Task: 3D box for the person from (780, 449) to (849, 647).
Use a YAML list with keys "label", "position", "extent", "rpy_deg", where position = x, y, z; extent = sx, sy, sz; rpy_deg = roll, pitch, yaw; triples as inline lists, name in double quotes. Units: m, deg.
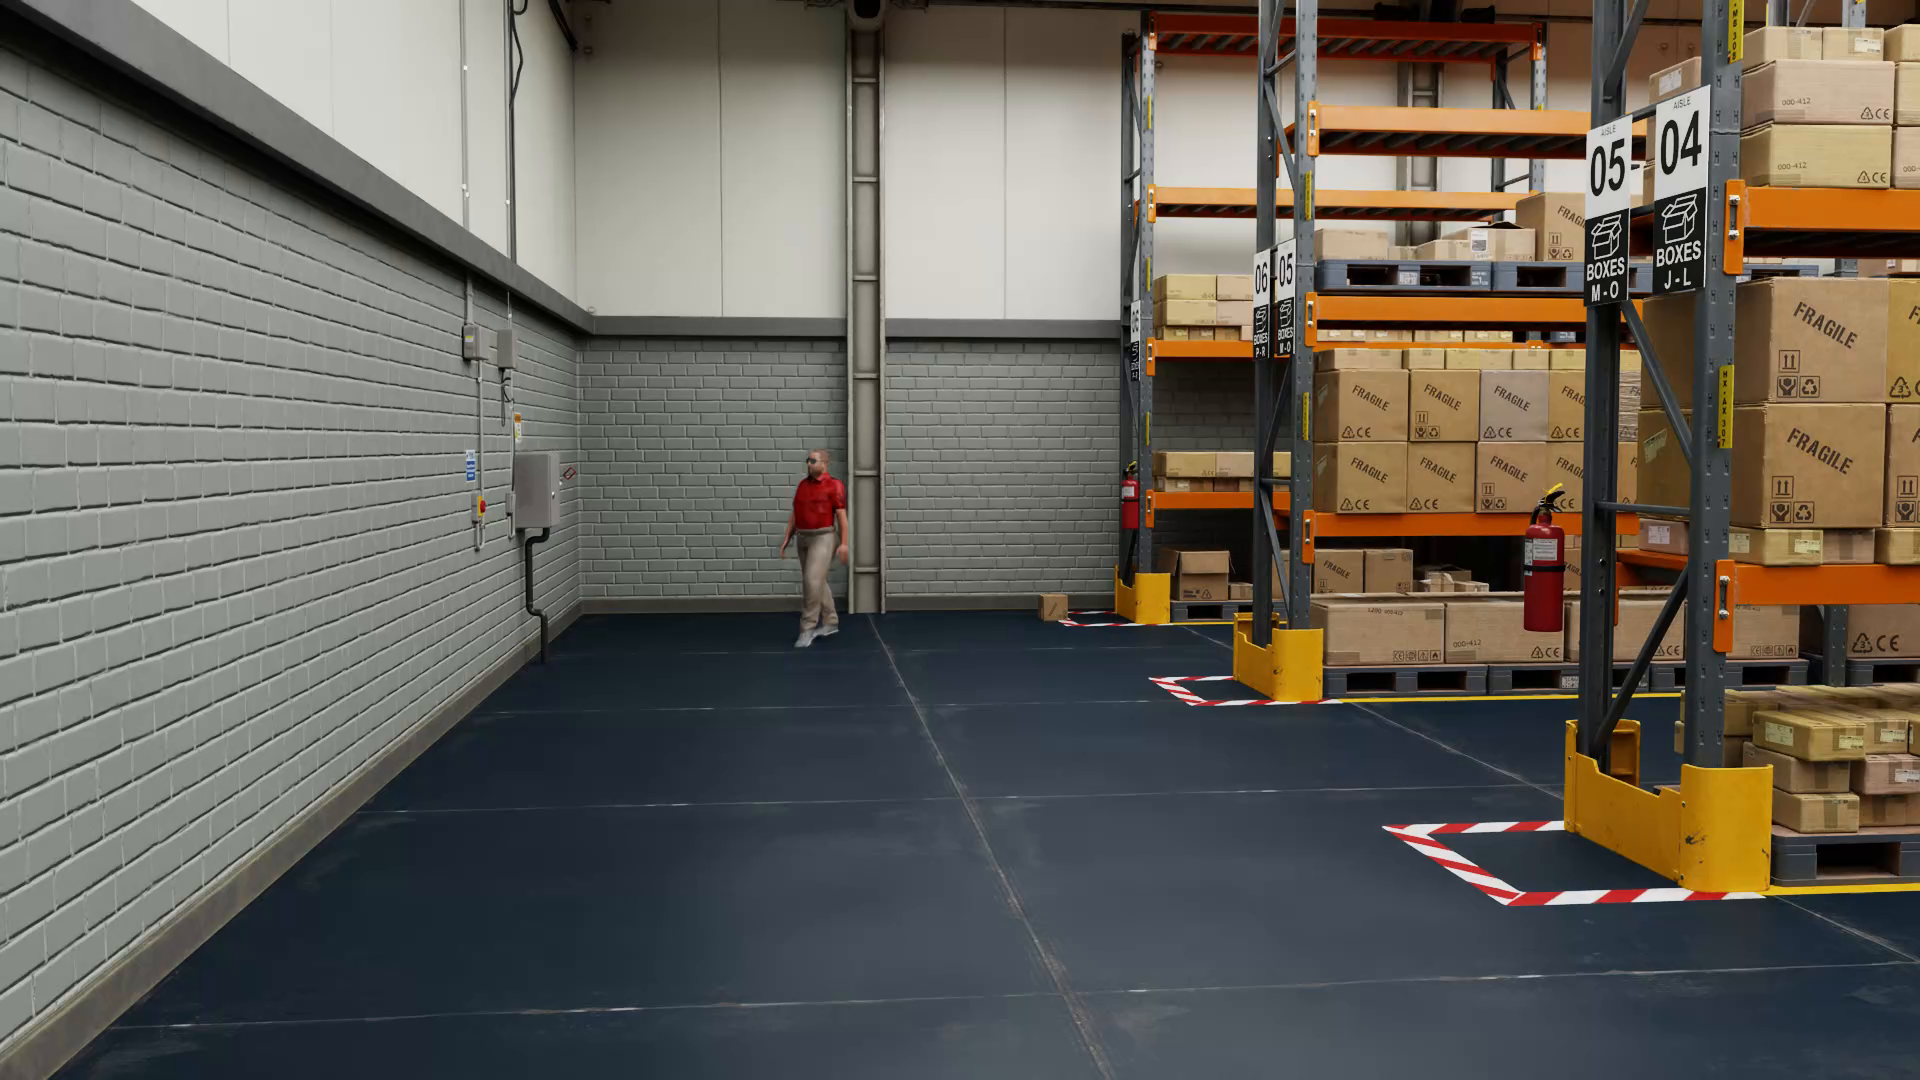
- label: "person"
  position: [-1.339, 0.075, 14.962]
  extent: [0.579, 1.781, 0.725]
  rpy_deg: [3, 4, 41]
